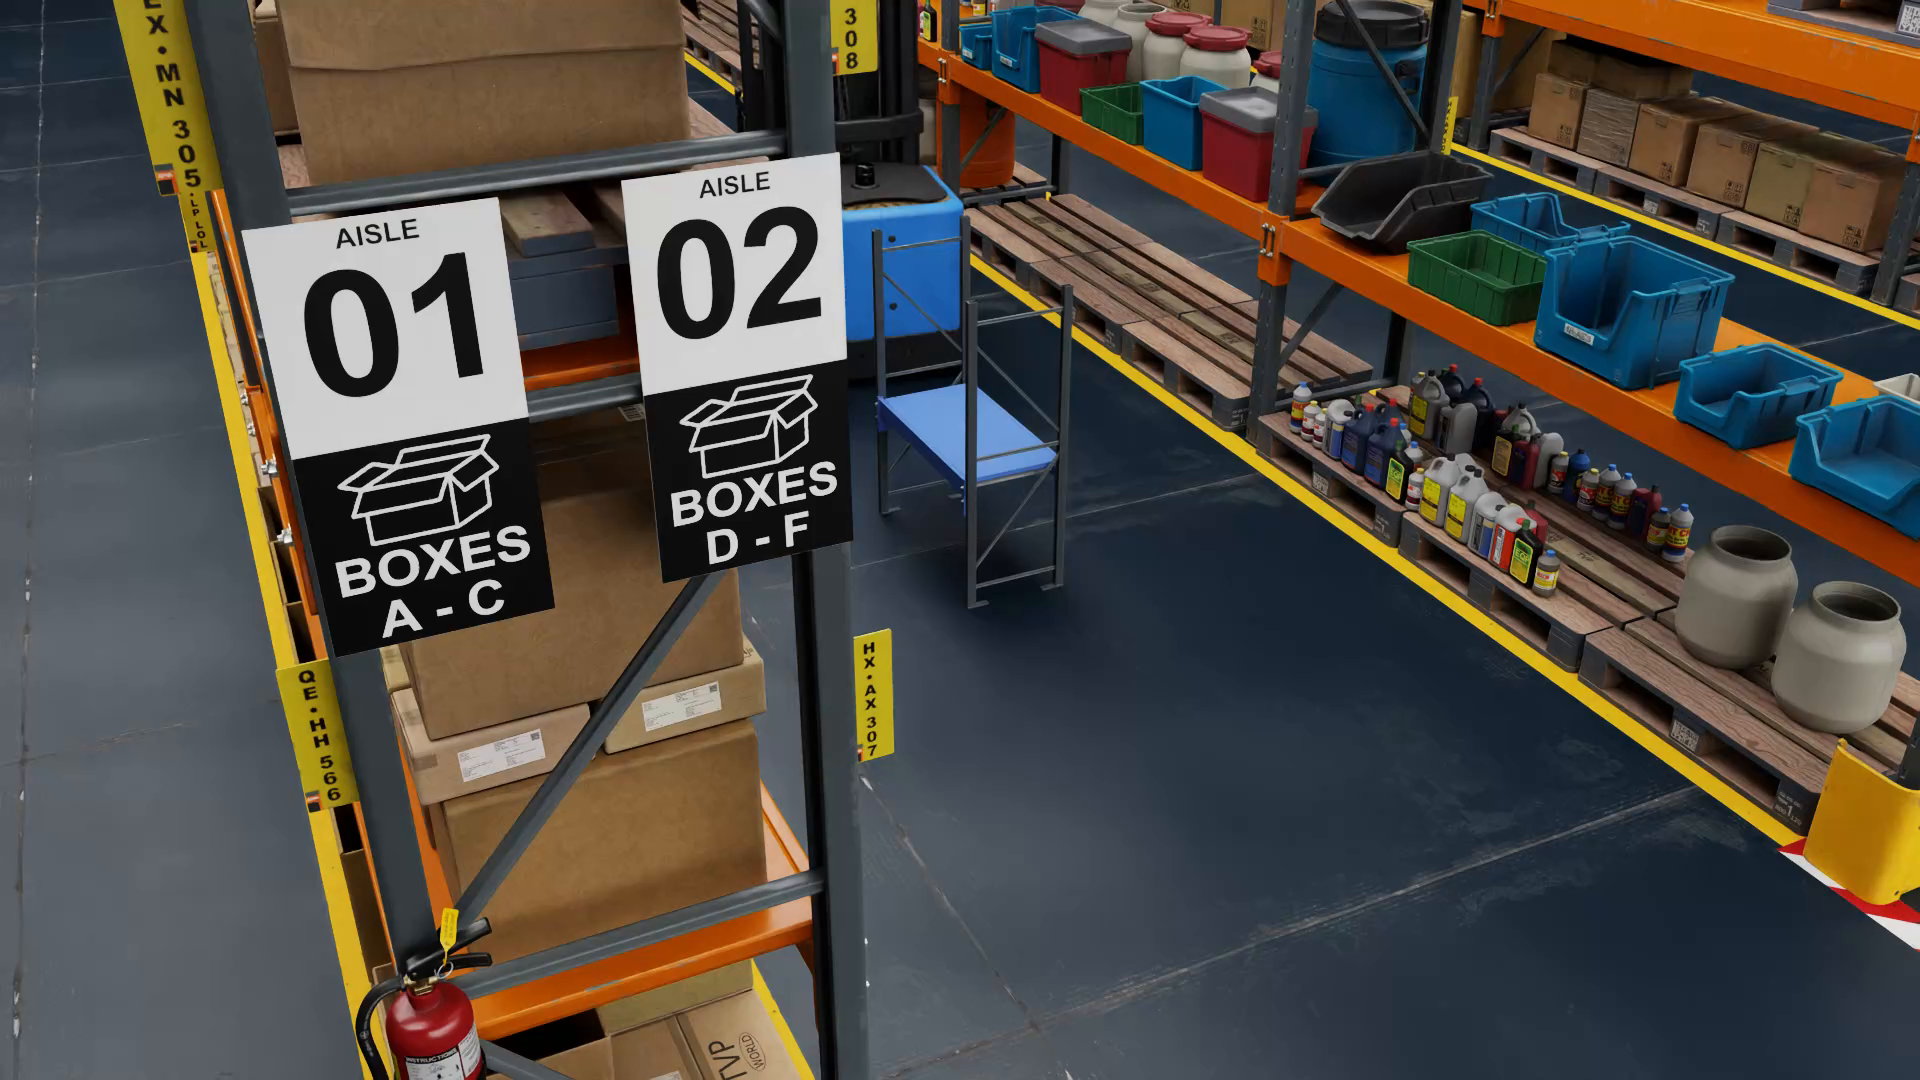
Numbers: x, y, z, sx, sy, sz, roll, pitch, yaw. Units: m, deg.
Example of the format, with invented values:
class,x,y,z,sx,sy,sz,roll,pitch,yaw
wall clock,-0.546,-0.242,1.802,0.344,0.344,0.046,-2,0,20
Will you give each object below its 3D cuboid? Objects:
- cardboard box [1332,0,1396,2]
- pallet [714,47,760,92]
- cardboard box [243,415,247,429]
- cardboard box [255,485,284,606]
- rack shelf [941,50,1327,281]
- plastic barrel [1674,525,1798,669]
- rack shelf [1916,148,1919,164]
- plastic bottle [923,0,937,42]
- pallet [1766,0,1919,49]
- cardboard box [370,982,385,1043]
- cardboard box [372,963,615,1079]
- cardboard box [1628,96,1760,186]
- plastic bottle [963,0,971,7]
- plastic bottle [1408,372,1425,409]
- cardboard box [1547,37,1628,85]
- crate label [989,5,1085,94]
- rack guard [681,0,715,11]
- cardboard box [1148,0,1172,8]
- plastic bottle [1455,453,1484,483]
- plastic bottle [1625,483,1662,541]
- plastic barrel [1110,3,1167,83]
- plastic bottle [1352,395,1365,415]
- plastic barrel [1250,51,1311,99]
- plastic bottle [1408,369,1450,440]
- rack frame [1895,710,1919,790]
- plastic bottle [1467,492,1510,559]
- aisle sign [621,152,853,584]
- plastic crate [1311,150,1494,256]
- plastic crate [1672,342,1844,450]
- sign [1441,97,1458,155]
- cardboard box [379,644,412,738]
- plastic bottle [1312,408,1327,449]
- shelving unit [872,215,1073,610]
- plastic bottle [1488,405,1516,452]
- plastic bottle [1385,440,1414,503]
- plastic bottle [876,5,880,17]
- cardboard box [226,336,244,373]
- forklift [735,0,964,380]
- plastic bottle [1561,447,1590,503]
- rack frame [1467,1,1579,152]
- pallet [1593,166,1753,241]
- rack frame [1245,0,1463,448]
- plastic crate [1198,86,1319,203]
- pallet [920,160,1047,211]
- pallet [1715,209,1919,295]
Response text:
class,x,y,z,sx,sy,sz,roll,pitch,yaw
cardboard box,4.164,-4.706,15.318,1.225,0.875,0.875,-13,32,-22
pallet,-1.724,-4.572,16.188,1.003,0.211,1.213,-13,32,-22
cardboard box,-3.506,-0.680,8.778,0.500,0.250,0.500,-12,32,-21
cardboard box,-2.498,0.060,6.691,0.500,0.500,0.500,-13,32,-22
rack shelf,1.203,-2.507,10.390,1.077,0.370,4.000,-13,32,-22
plastic barrel,3.212,0.235,6.878,0.421,0.512,0.421,0,29,0
rack shelf,7.393,-1.780,9.094,1.077,0.370,4.000,-13,32,-22
plastic bottle,-0.215,-3.743,11.977,0.061,0.283,0.133,-13,32,-22
pallet,3.512,-1.783,5.488,1.003,0.211,1.213,-13,32,-22
cardboard box,-1.635,1.270,5.300,0.500,0.250,0.500,-13,32,-22
cardboard box,-1.196,1.382,4.333,0.500,0.500,0.500,-13,32,-22
cardboard box,5.623,-3.063,12.752,0.700,0.500,0.500,-10,31,-18
plastic bottle,0.070,-4.330,13.036,0.097,0.271,0.097,0,29,0
plastic bottle,2.499,-0.814,9.046,0.097,0.201,0.097,0,29,0
cardboard box,5.132,-3.884,13.448,0.500,0.250,0.500,-12,31,-20
crate label,0.526,-3.224,10.897,0.502,0.435,0.616,-13,32,-22
rack guard,-3.112,-6.156,18.717,1.175,0.500,0.348,-13,32,-22
cardboard box,2.503,-6.474,18.471,0.875,0.875,0.875,-13,32,-22
plastic bottle,2.420,-0.269,7.998,0.152,0.276,0.135,-13,32,-22
plastic bottle,3.201,-0.148,7.774,0.061,0.283,0.133,-13,32,-21
plastic barrel,1.160,-3.158,10.700,0.421,0.512,0.421,0,29,0
plastic bottle,2.062,-0.598,8.576,0.061,0.283,0.133,-13,32,-22
plastic barrel,1.849,-2.466,9.441,0.433,0.535,0.433,0,29,0
plastic bottle,2.468,-0.720,8.726,0.144,0.351,0.185,-13,32,-22
rack frame,3.779,-0.171,5.488,1.000,3.000,0.127,-13,32,-22
plastic bottle,2.451,-0.072,7.647,0.152,0.276,0.135,-14,32,-23
aisle sign,-0.392,-0.302,3.063,0.394,0.787,0.004,-13,32,-22
plastic crate,2.171,-1.653,8.194,0.767,0.338,0.504,-13,32,-22
plastic crate,3.020,-0.552,6.320,0.499,0.251,0.408,-13,32,-22
sign,2.563,-2.169,8.768,0.100,0.325,0.005,-13,32,-22
cardboard box,-1.146,0.297,3.888,0.380,0.149,0.250,-12,32,-21
plastic bottle,1.890,-0.586,8.640,0.097,0.201,0.097,0,29,0
shelving unit,0.037,-0.616,7.816,0.538,1.500,1.048,-13,32,-22
plastic bottle,2.788,-0.573,8.532,0.061,0.283,0.133,-11,31,-19
plastic bottle,2.147,-0.336,8.110,0.061,0.283,0.133,-12,31,-20
plastic bottle,-0.598,-4.122,12.737,0.097,0.201,0.097,0,29,0
cardboard box,-3.500,-0.919,8.630,0.500,0.311,0.500,-13,32,-23
forklift,-0.861,-2.898,10.422,1.130,2.935,3.031,-8,30,-14
plastic bottle,3.005,-0.324,8.101,0.097,0.271,0.097,0,29,0
rack frame,4.818,-4.745,13.644,1.000,3.000,0.127,-13,32,-22
pallet,5.671,-2.645,12.751,1.003,0.211,1.213,-13,32,-22
rack frame,2.061,-1.938,8.639,1.000,3.000,0.127,-13,32,-22
plastic crate,1.577,-2.115,8.890,0.402,0.464,0.583,-13,32,-22
pallet,-0.032,-2.828,13.077,1.003,0.211,1.213,-13,32,-22
pallet,6.199,-2.105,11.788,1.003,0.211,1.213,-13,32,-22
